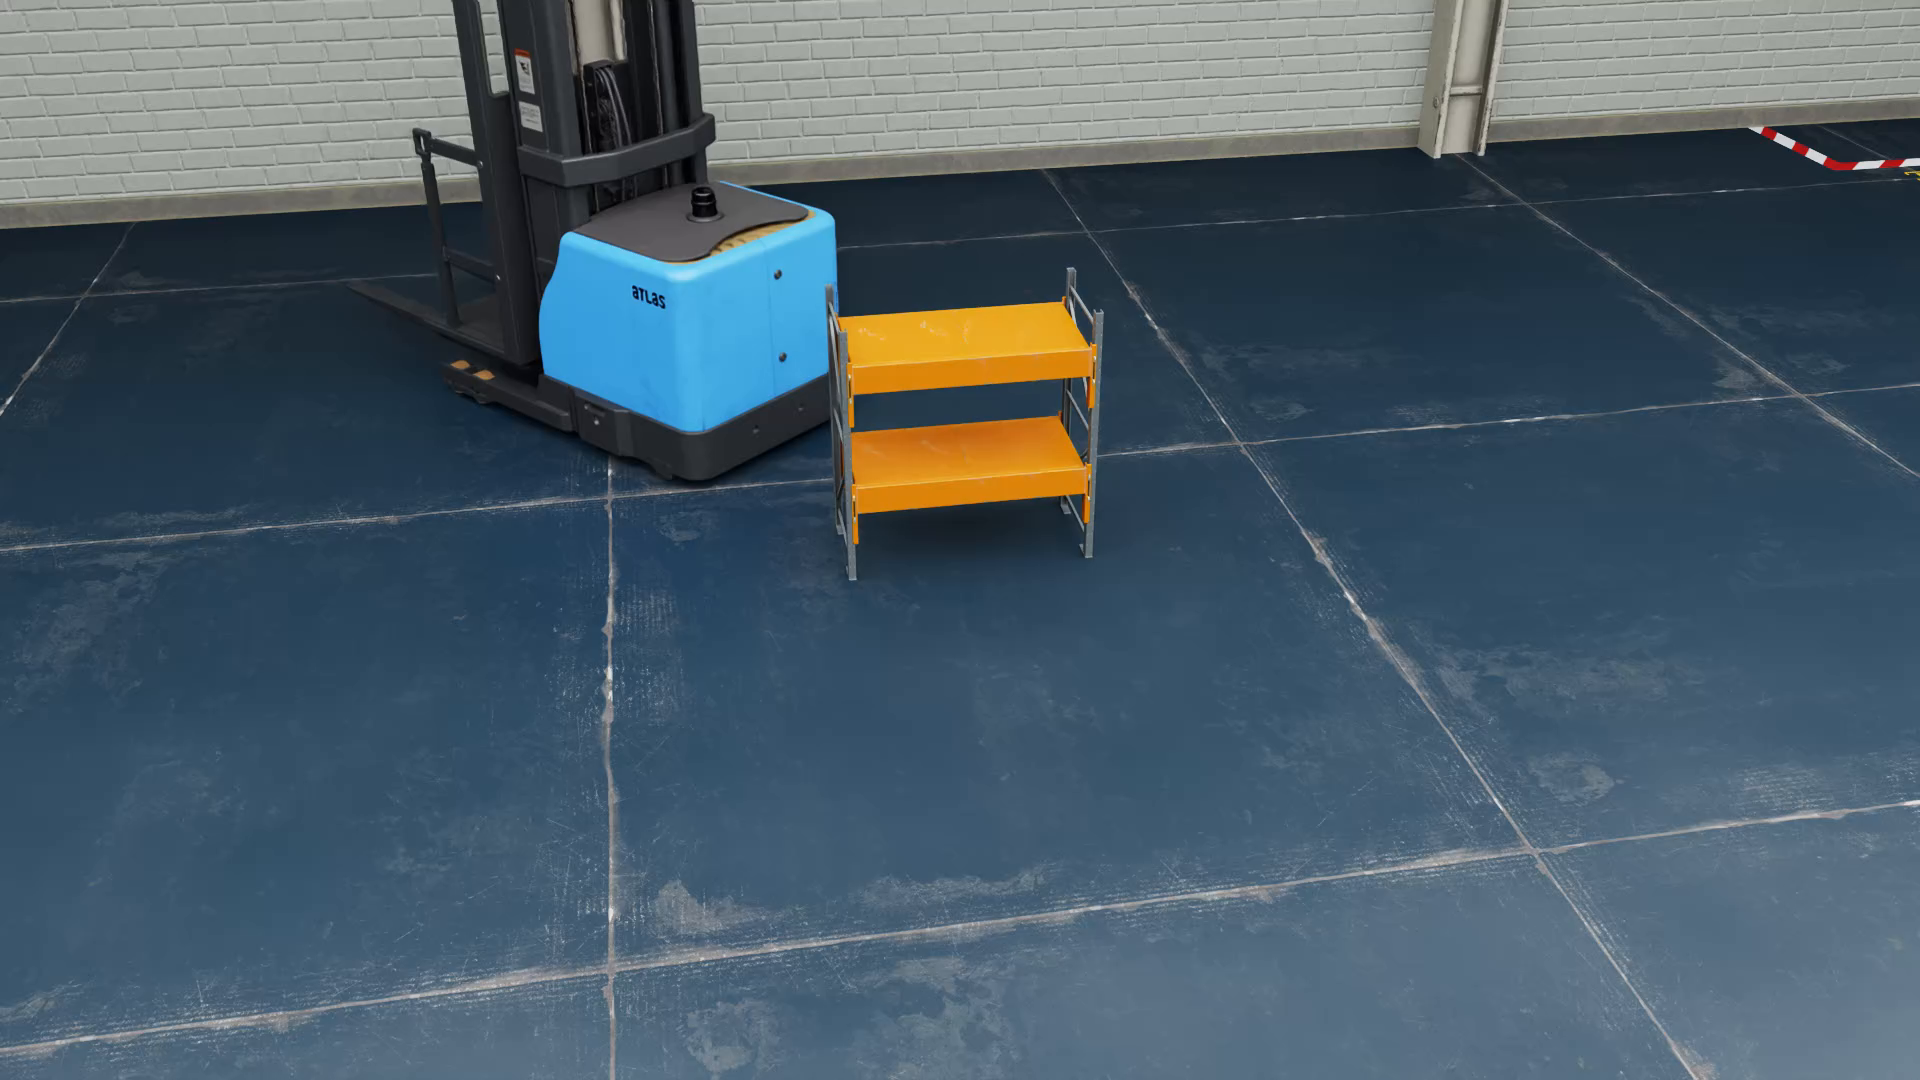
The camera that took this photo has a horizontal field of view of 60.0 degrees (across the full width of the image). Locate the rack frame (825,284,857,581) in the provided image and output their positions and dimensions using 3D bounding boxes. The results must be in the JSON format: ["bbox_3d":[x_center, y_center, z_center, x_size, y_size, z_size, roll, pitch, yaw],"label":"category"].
[{"bbox_3d":[-0.493,-0.439,6.887,0.032,1.125,0.500,-5,31,-9],"label":"rack frame"}]

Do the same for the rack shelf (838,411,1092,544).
[{"bbox_3d":[0.007,-0.275,7.090,1.000,0.278,0.538,-5,31,-9],"label":"rack shelf"}]

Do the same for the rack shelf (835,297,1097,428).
[{"bbox_3d":[0.007,-0.738,6.818,1.000,0.278,0.538,-5,31,-9],"label":"rack shelf"}]

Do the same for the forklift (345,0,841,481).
[{"bbox_3d":[-2.029,-2.139,7.996,3.031,2.935,1.130,22,37,33],"label":"forklift"}]

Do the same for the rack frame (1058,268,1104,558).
[{"bbox_3d":[0.507,-0.532,7.045,0.032,1.125,0.500,-5,31,-9],"label":"rack frame"}]

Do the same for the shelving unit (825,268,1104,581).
[{"bbox_3d":[0.007,-0.486,6.966,1.048,1.125,0.538,-5,31,-9],"label":"shelving unit"}]

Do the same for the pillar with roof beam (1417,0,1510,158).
[{"bbox_3d":[4.328,-4.559,6.125,0.400,9.000,9.100,-5,31,-9],"label":"pillar with roof beam"}]

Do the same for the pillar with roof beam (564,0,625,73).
[{"bbox_3d":[-1.574,-4.011,5.193,0.400,9.000,9.100,-5,31,-9],"label":"pillar with roof beam"}]
